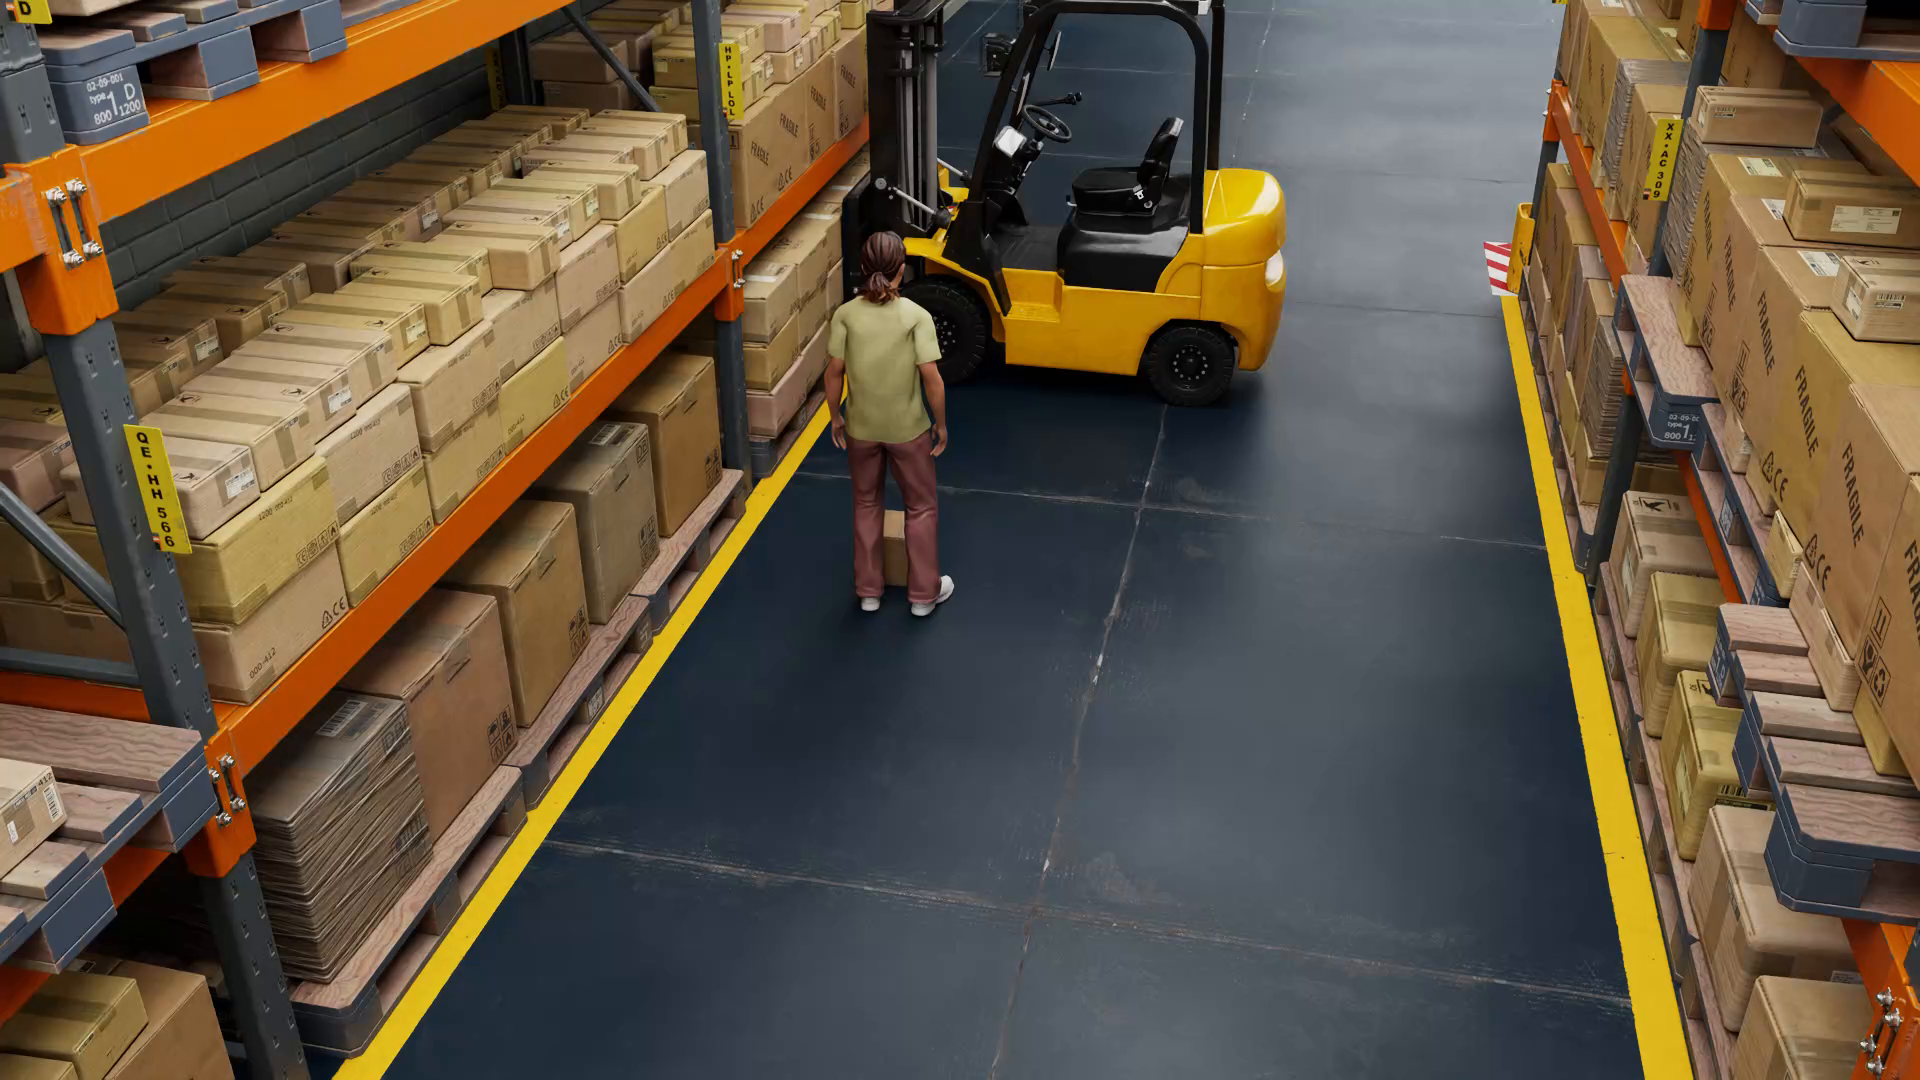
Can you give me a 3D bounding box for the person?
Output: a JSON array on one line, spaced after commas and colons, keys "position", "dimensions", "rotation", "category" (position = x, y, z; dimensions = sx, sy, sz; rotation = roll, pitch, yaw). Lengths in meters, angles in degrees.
[{"position": [-0.300, -0.465, 6.970], "dimensions": [0.505, 1.672, 0.352], "rotation": [5, 29, 10], "category": "person"}]
